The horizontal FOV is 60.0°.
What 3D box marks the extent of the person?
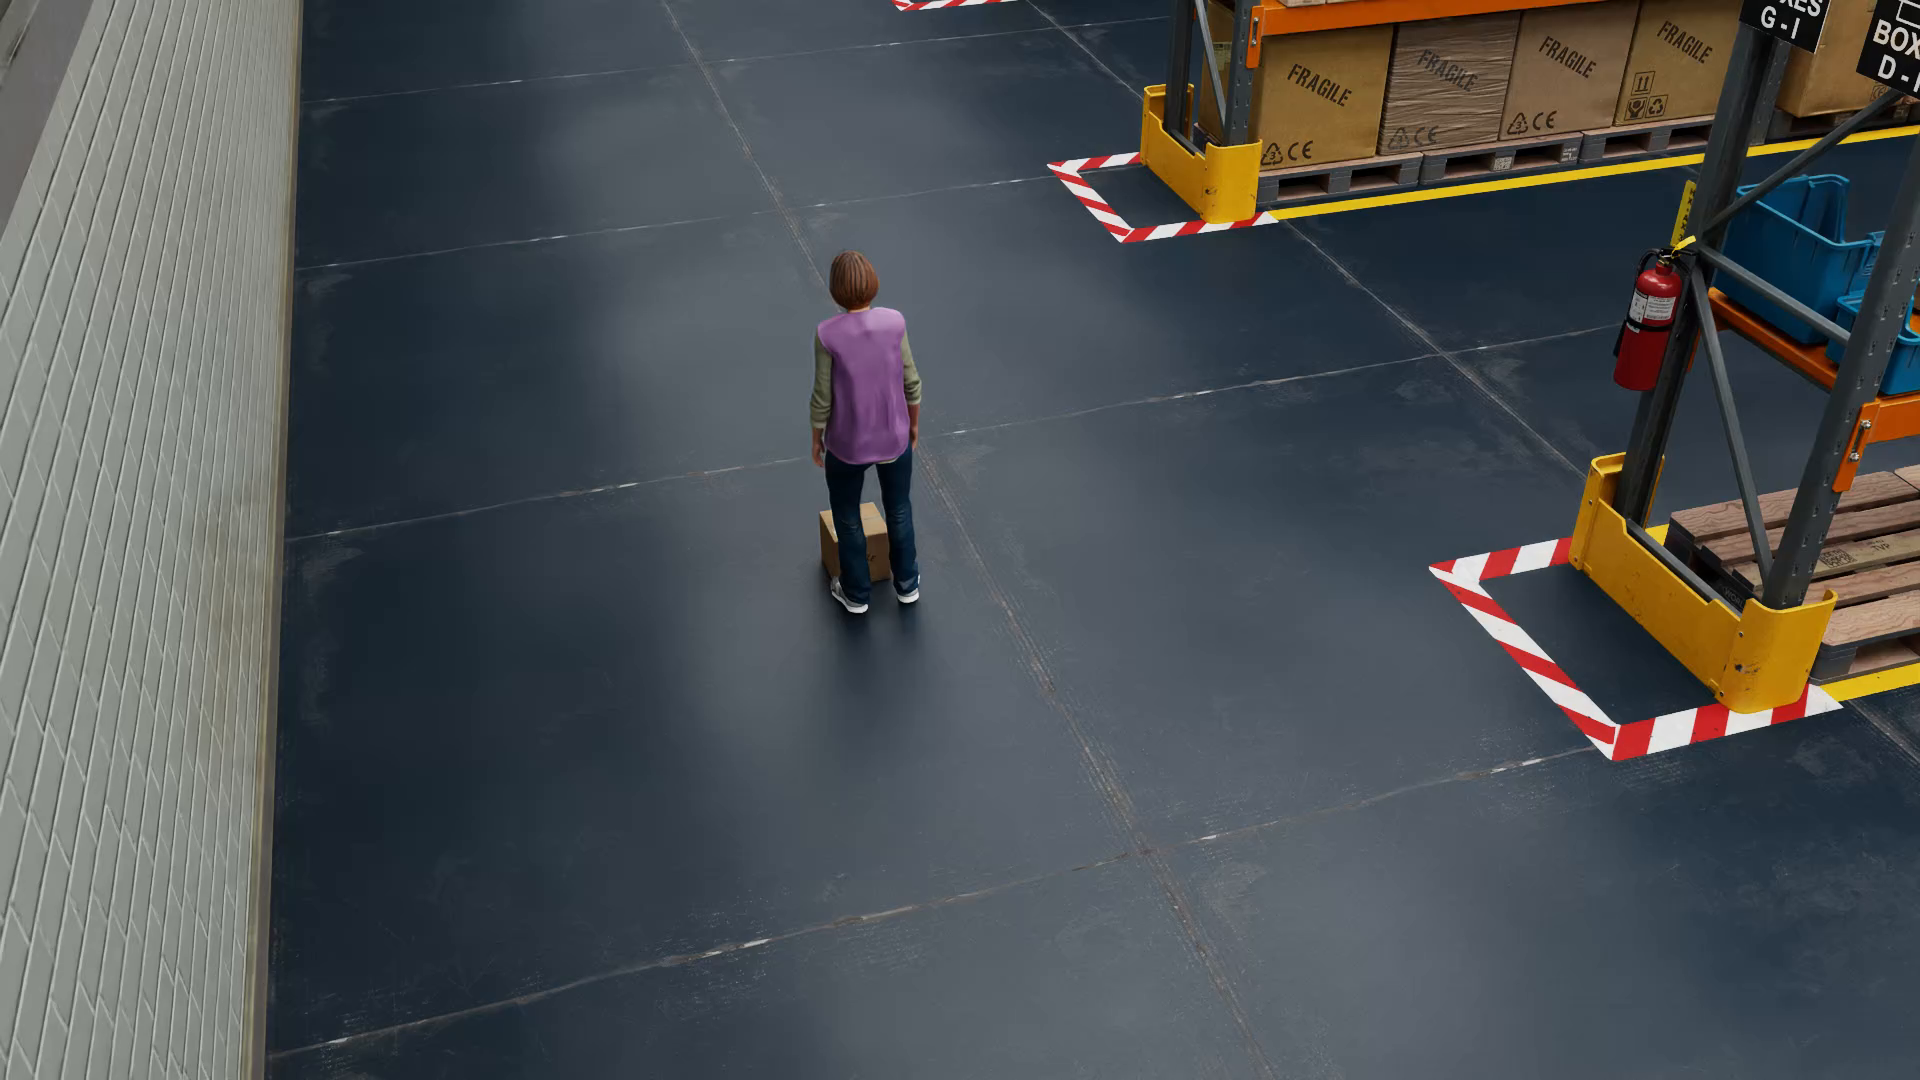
[{"bbox_3d":[-0.376,-0.318,6.794,0.467,1.393,0.334,-11,36,-15],"label":"person"}]
